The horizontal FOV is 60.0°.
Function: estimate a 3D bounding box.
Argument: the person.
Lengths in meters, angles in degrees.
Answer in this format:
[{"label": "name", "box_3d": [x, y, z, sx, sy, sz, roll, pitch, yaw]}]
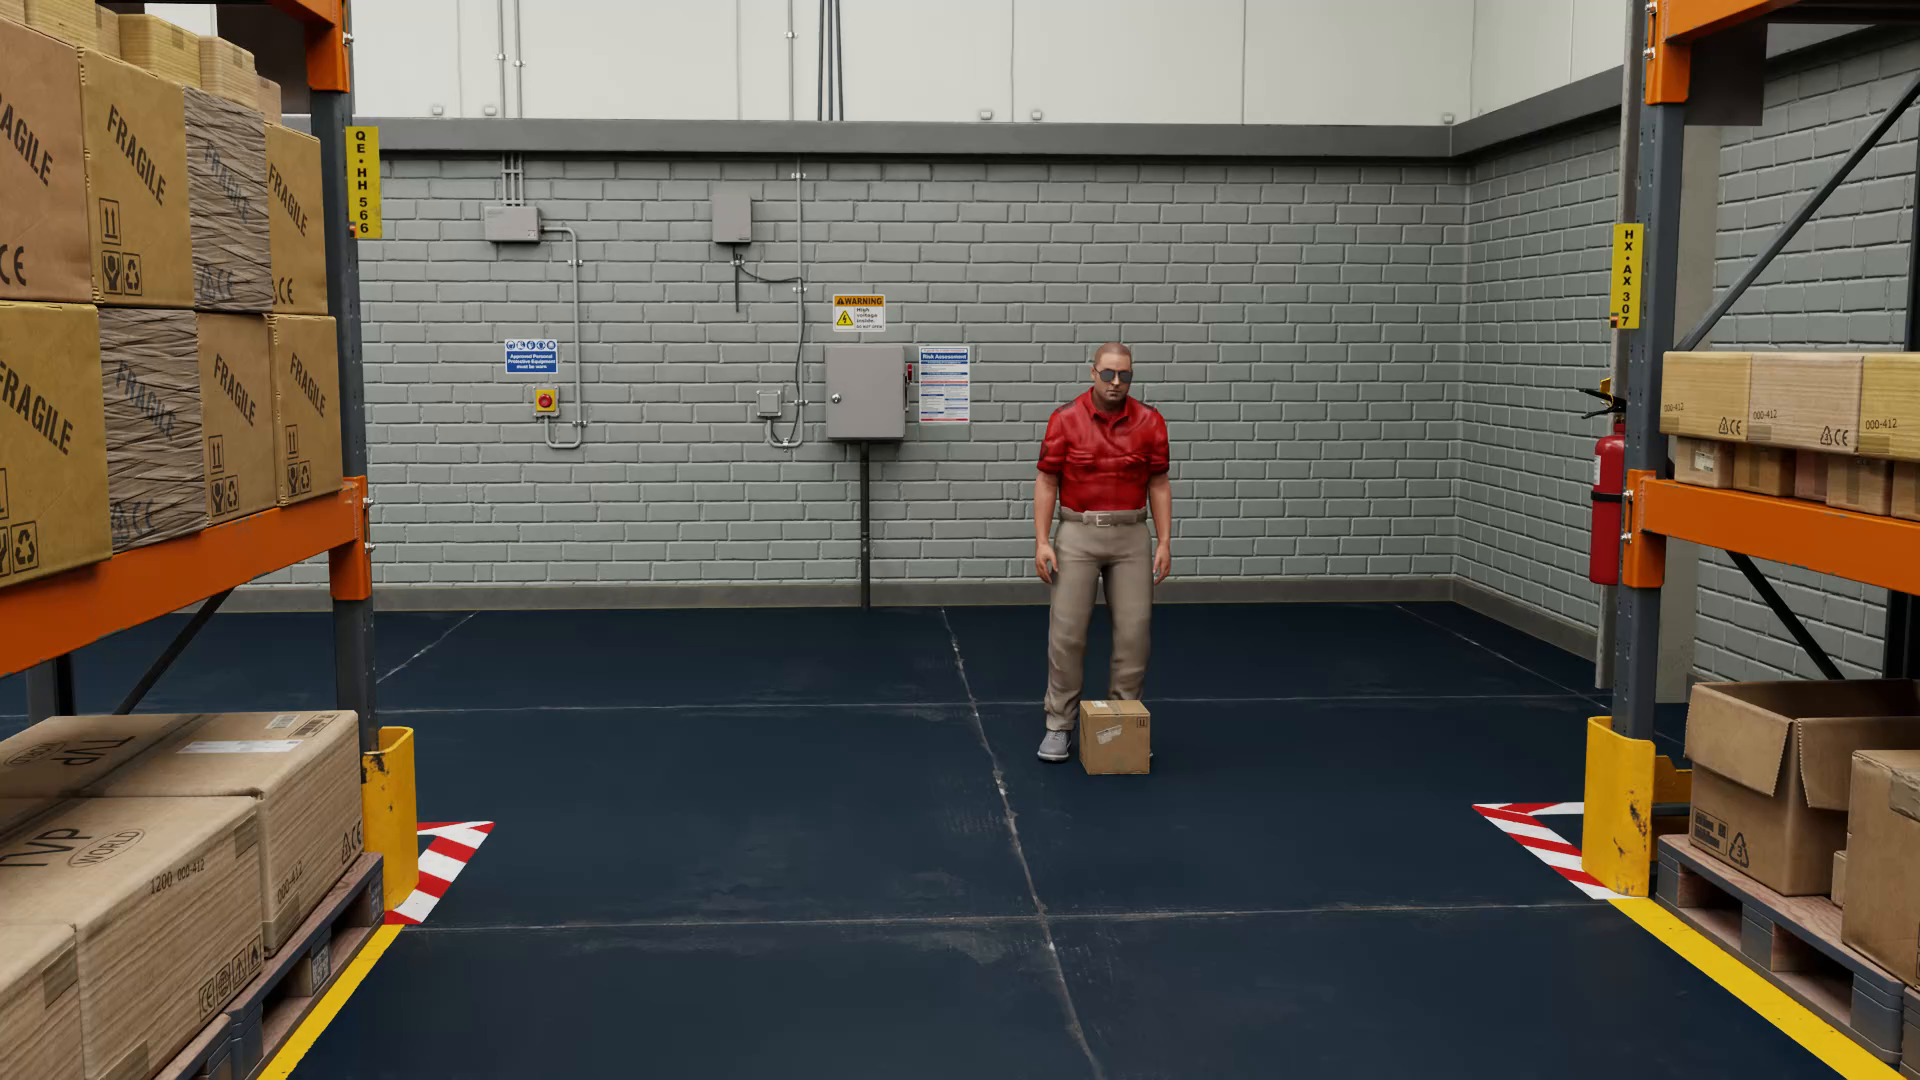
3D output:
[{"label": "person", "box_3d": [0.602, 0.043, 6.943, 0.585, 1.726, 0.428, 0, 7, -4]}]
